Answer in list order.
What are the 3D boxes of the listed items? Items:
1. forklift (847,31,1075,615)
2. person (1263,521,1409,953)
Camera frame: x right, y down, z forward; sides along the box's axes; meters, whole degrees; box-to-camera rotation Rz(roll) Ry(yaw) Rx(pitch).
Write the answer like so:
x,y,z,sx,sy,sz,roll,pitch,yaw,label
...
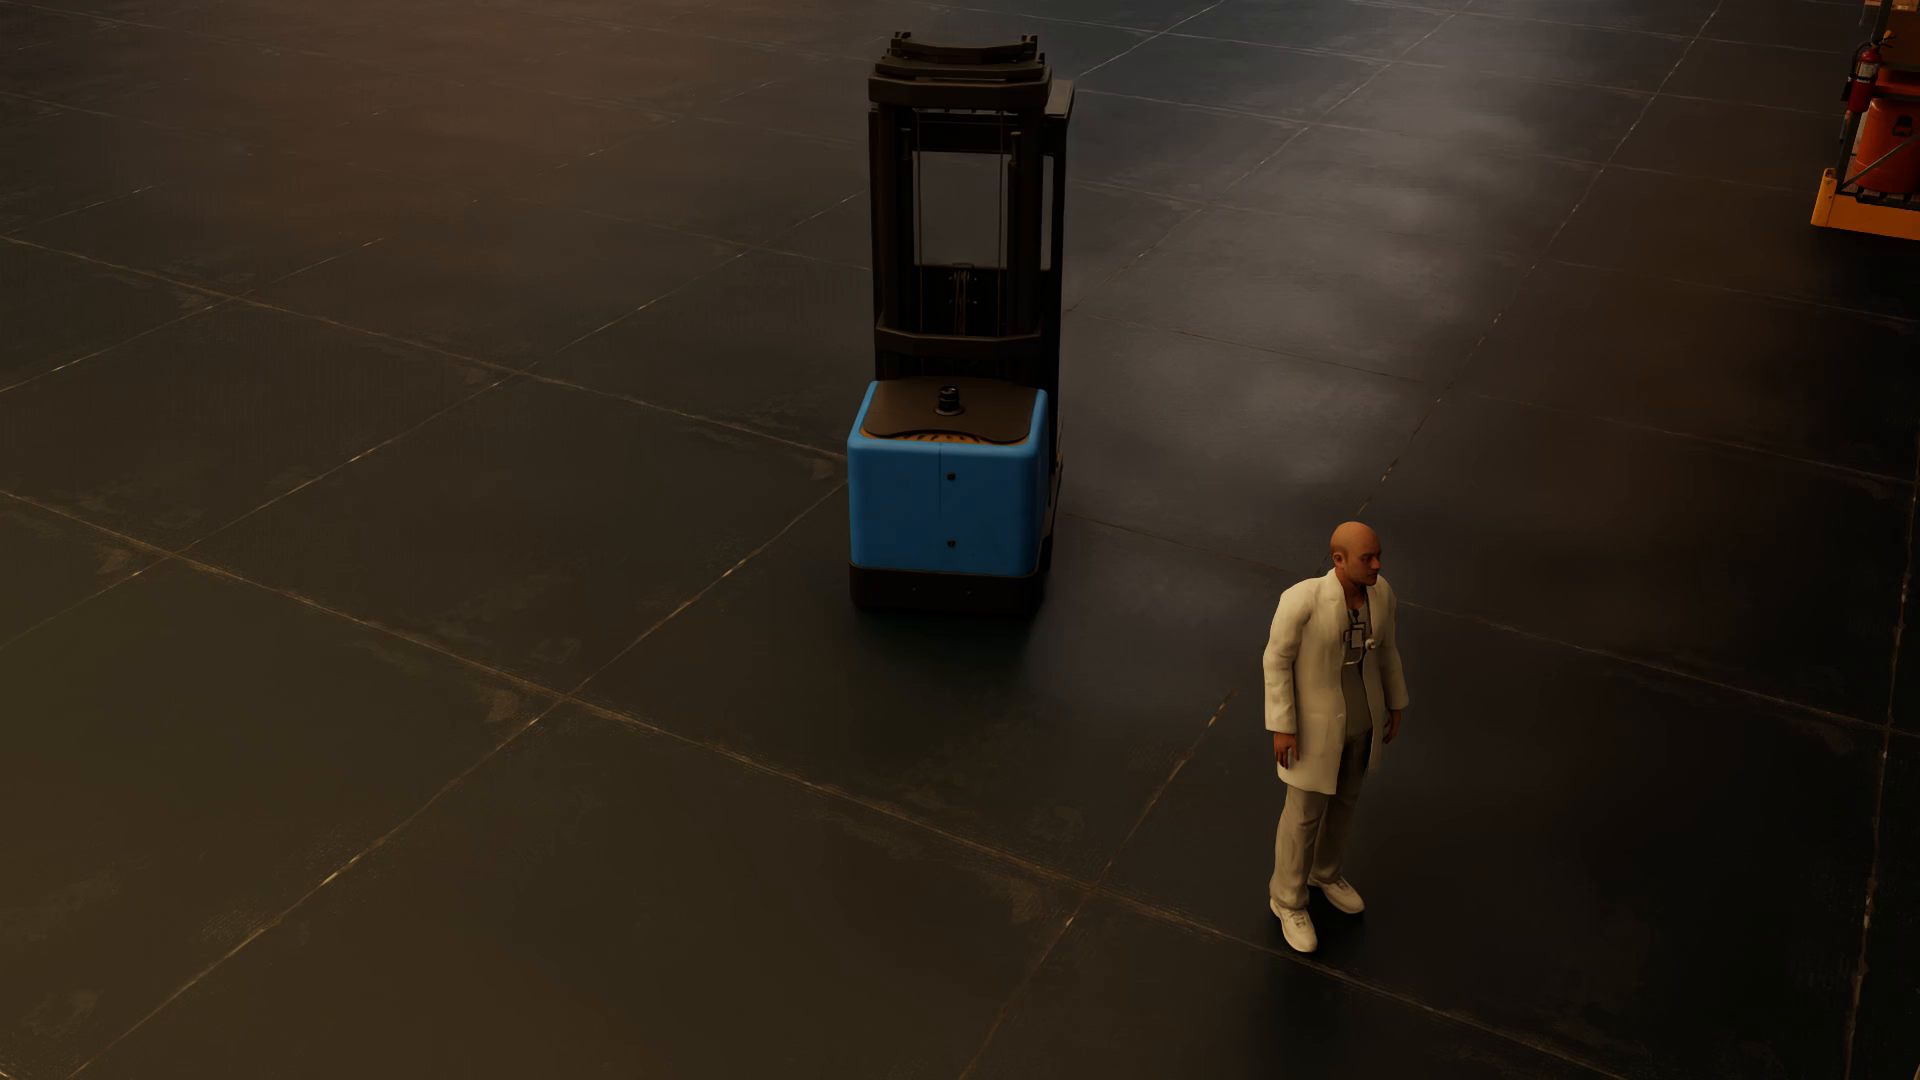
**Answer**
x,y,z,sx,sy,sz,roll,pitch,yaw,label
0.072,-1.572,9.794,1.130,2.935,3.031,3,30,6,forklift
1.595,0.791,6.841,0.694,1.777,0.580,-13,33,-22,person
